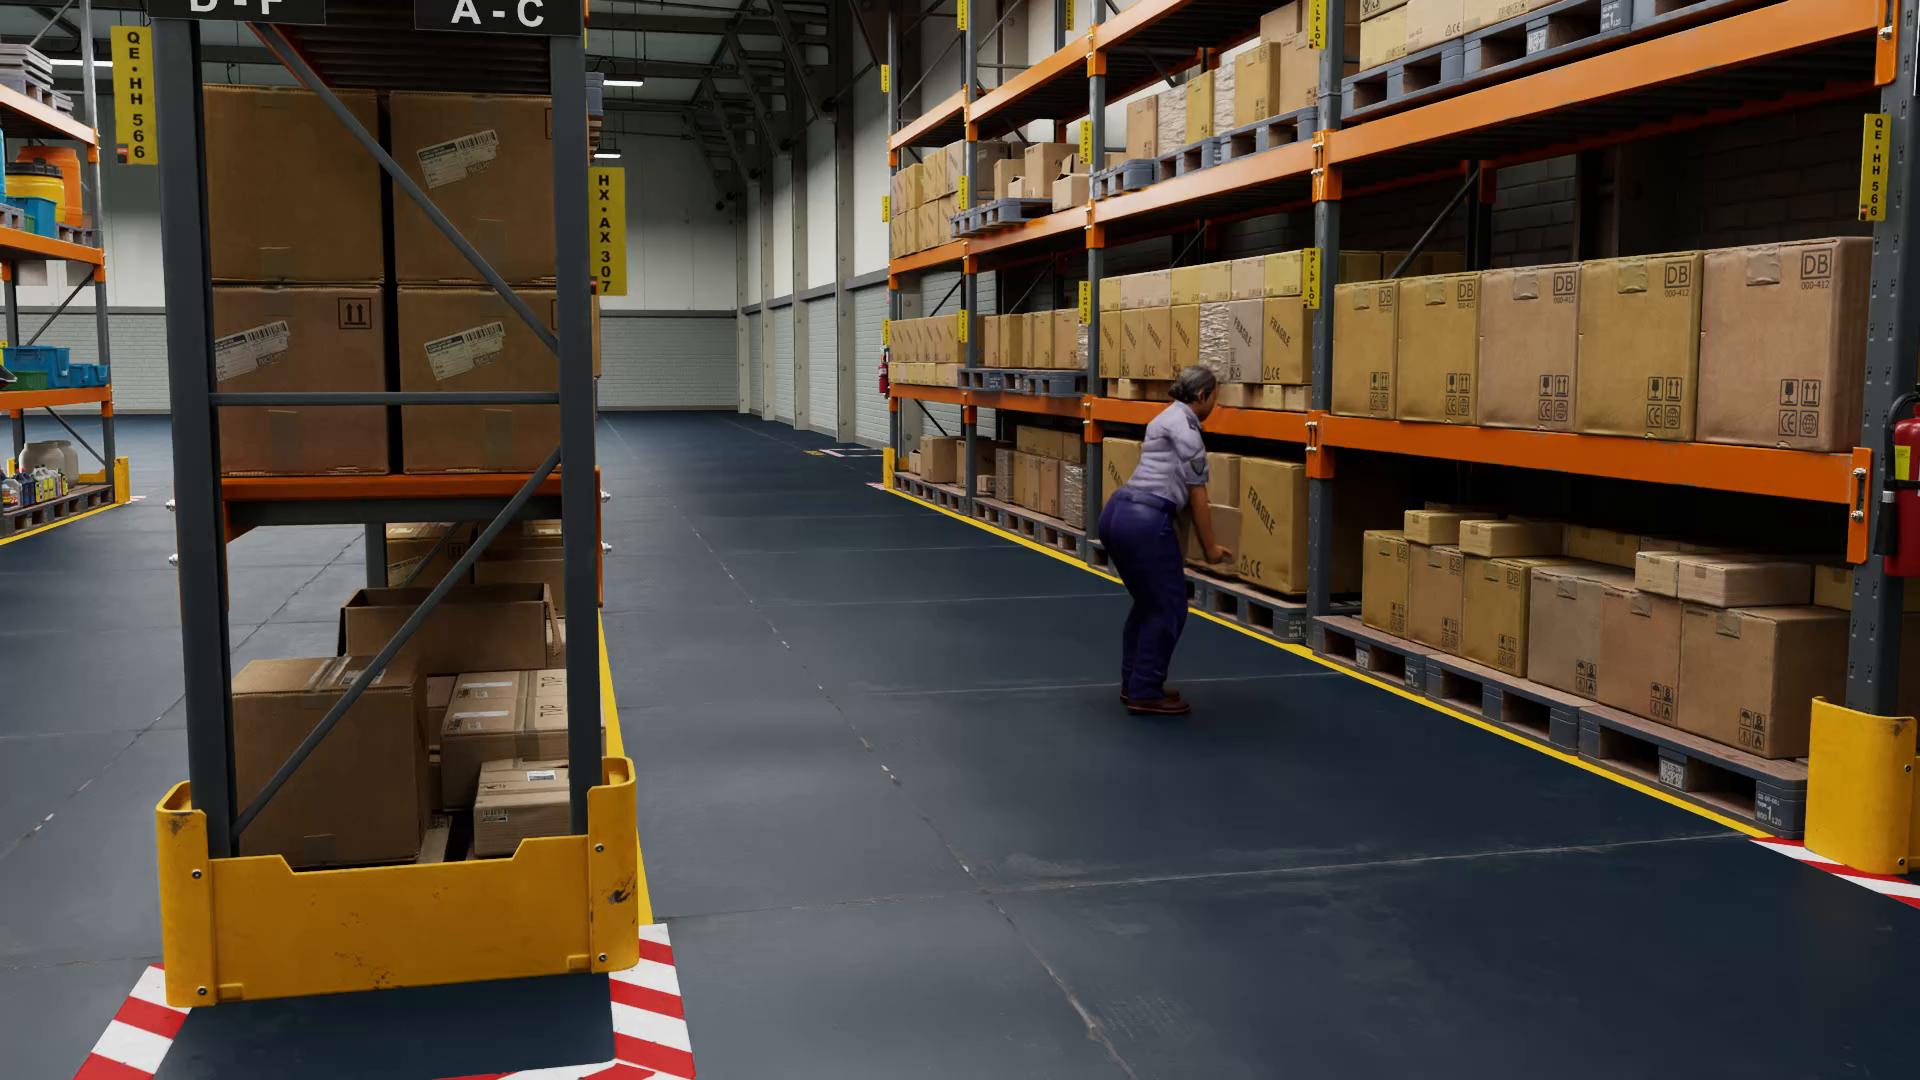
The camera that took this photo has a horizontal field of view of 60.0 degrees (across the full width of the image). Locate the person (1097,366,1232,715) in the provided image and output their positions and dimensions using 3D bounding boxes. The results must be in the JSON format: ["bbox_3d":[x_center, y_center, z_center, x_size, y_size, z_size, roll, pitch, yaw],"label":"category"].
[{"bbox_3d":[0.936,-0.007,7.664,0.576,1.582,0.438,-2,6,-15],"label":"person"}]
